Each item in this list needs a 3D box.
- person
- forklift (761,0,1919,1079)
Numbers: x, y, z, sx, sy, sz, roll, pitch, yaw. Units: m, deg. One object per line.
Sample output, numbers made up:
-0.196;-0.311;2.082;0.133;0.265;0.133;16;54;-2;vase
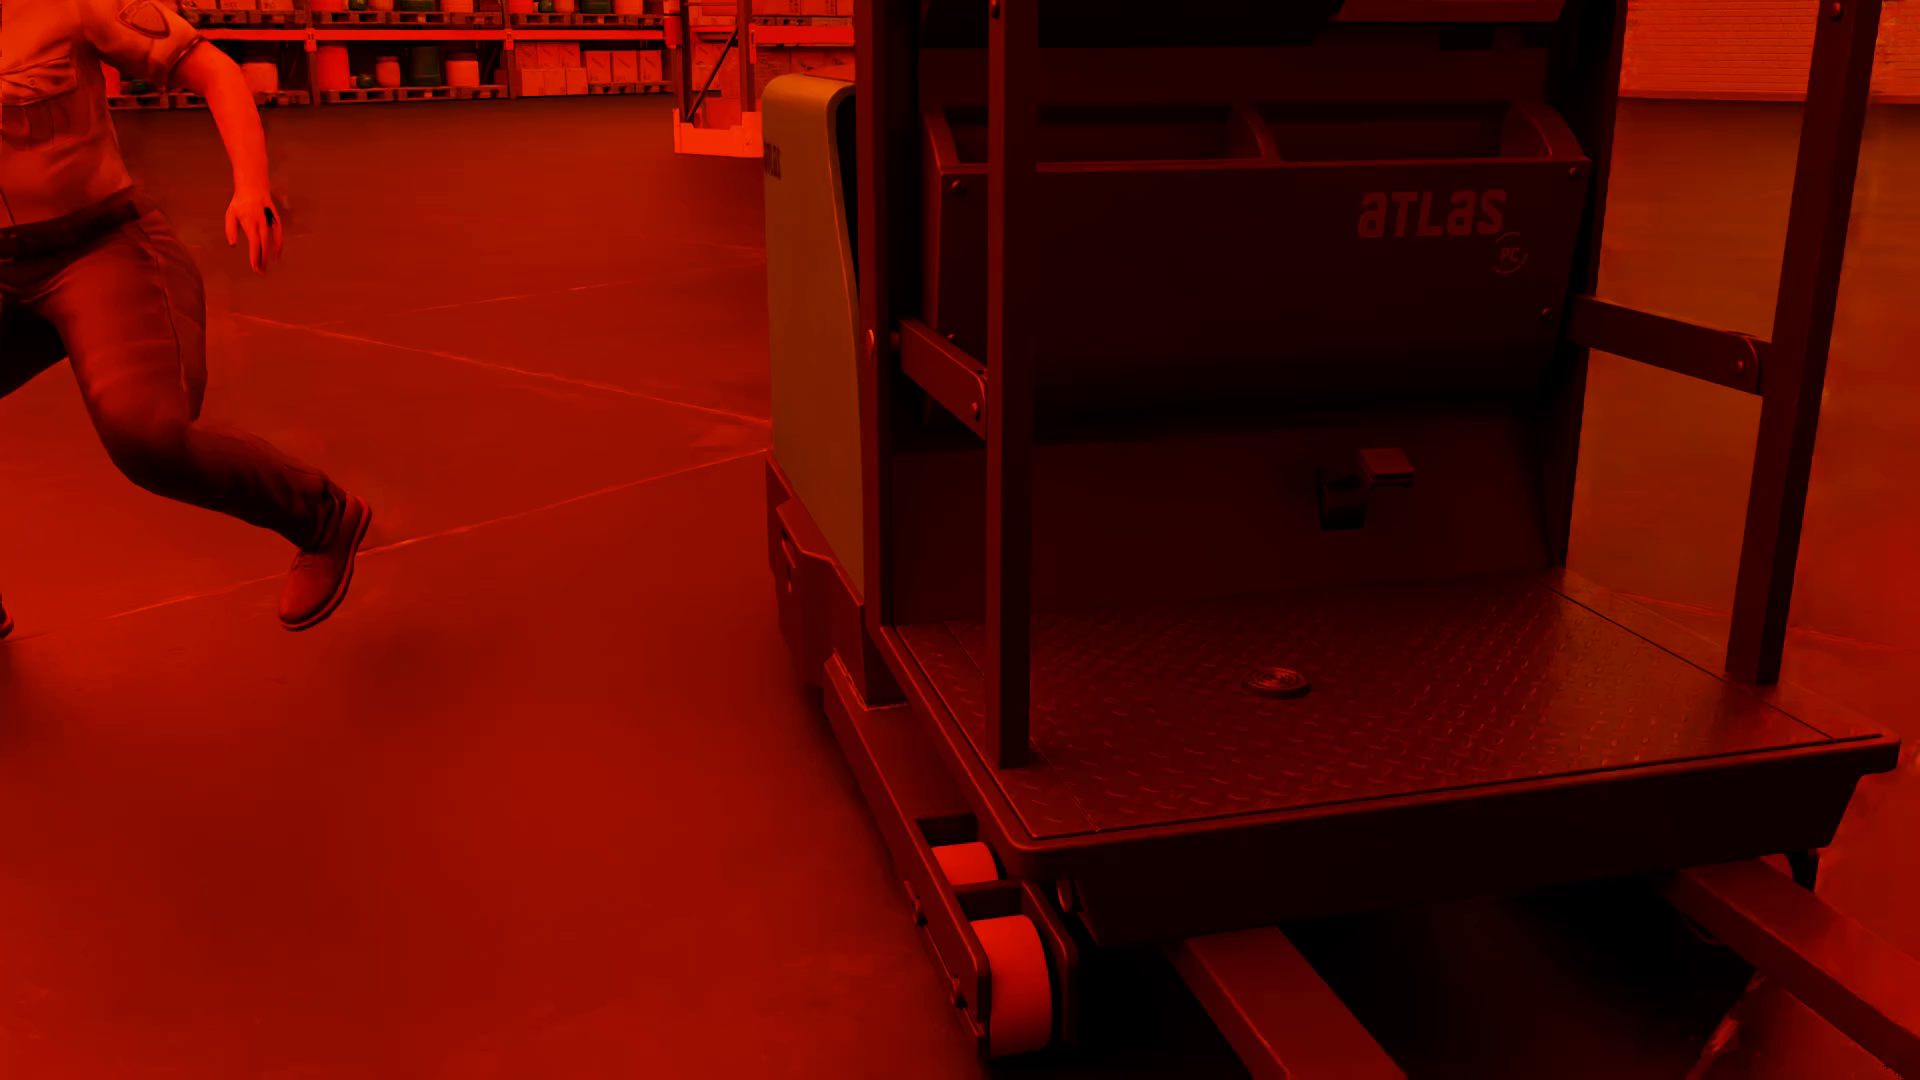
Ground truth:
-1.711;-0.474;3.021;1.049;1.542;0.485;2;17;6;person
0.463;-0.920;1.926;1.130;2.935;3.031;-4;17;-14;forklift
